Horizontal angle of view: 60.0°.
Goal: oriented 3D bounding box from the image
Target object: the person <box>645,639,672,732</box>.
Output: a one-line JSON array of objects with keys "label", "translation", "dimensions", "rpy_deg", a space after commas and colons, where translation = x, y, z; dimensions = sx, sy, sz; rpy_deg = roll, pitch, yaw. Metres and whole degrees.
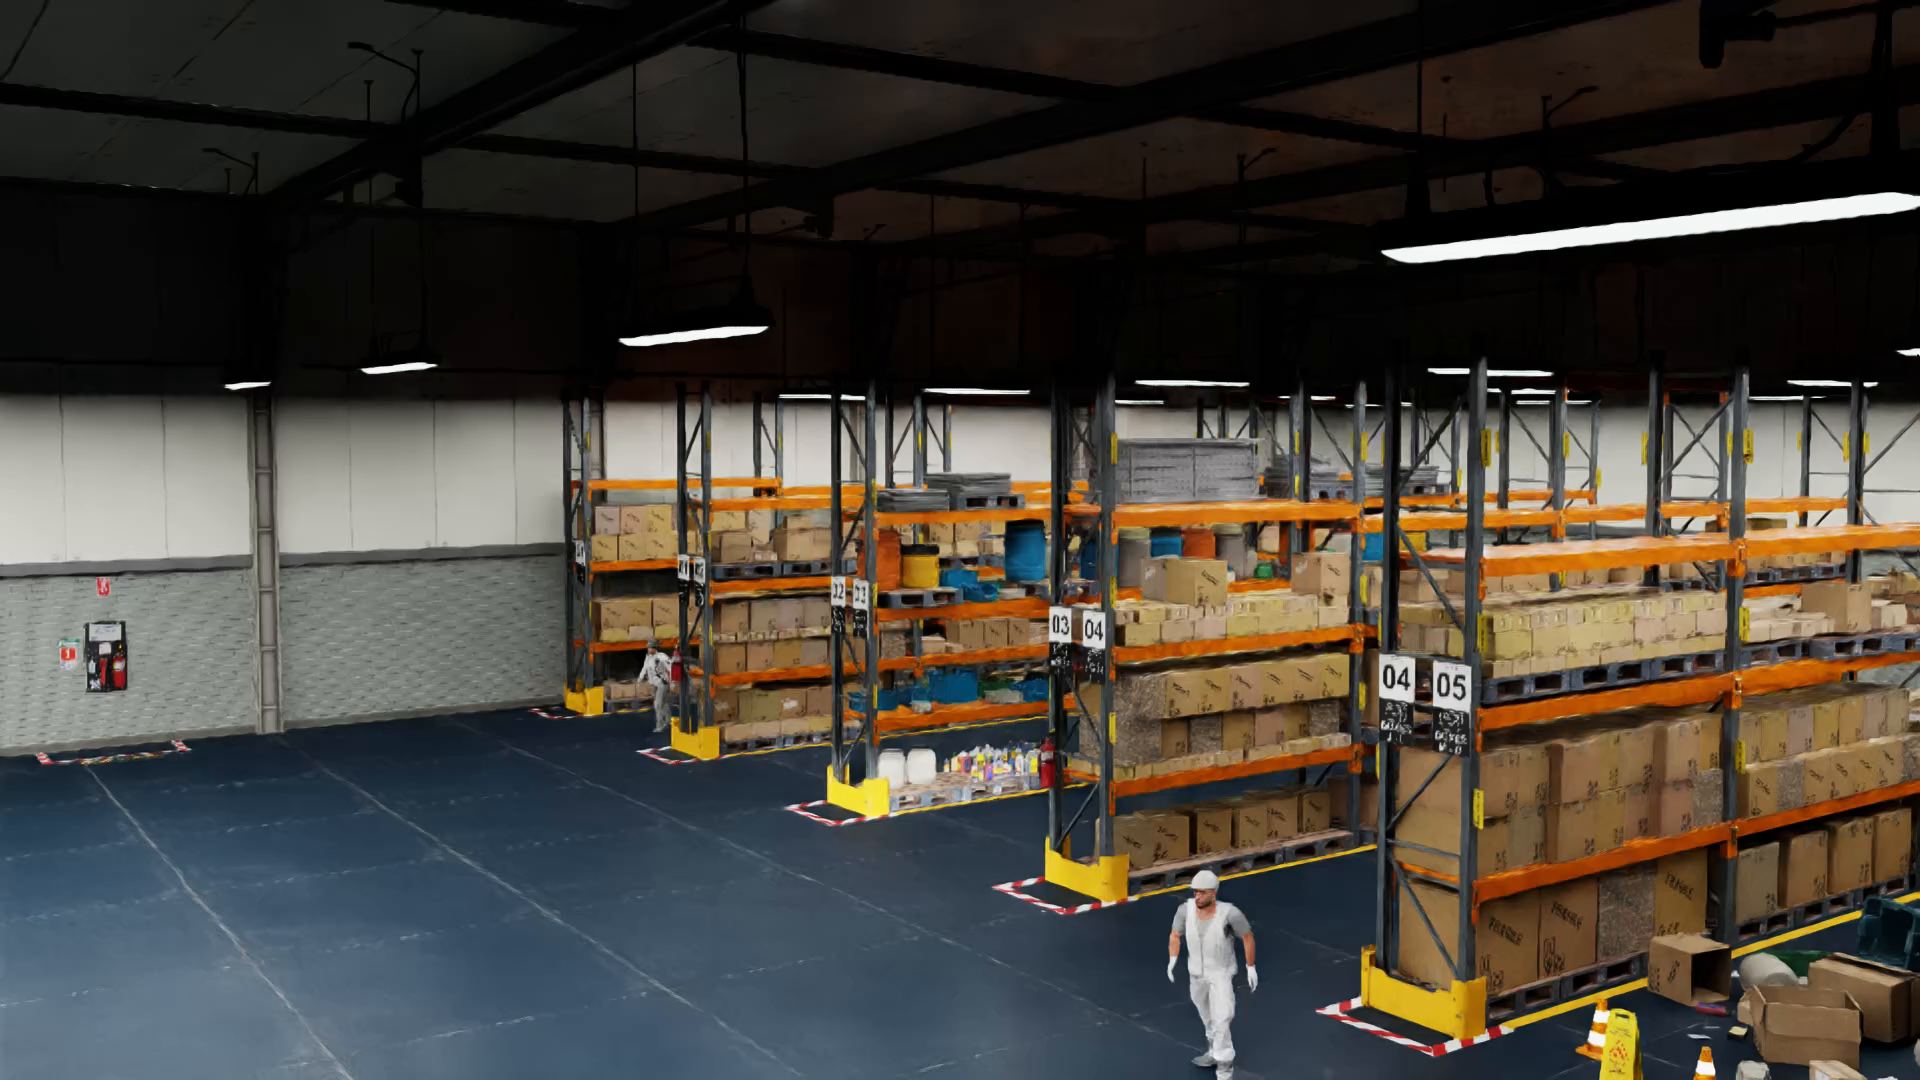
[{"label": "person", "translation": [-5.195, 2.494, 28.924], "dimensions": [0.588, 1.607, 0.801], "rpy_deg": [3, 5, 38]}]

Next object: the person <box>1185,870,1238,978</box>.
[{"label": "person", "translation": [1.960, 3.018, 13.157], "dimensions": [0.416, 0.858, 0.483], "rpy_deg": [3, 5, 38]}]
